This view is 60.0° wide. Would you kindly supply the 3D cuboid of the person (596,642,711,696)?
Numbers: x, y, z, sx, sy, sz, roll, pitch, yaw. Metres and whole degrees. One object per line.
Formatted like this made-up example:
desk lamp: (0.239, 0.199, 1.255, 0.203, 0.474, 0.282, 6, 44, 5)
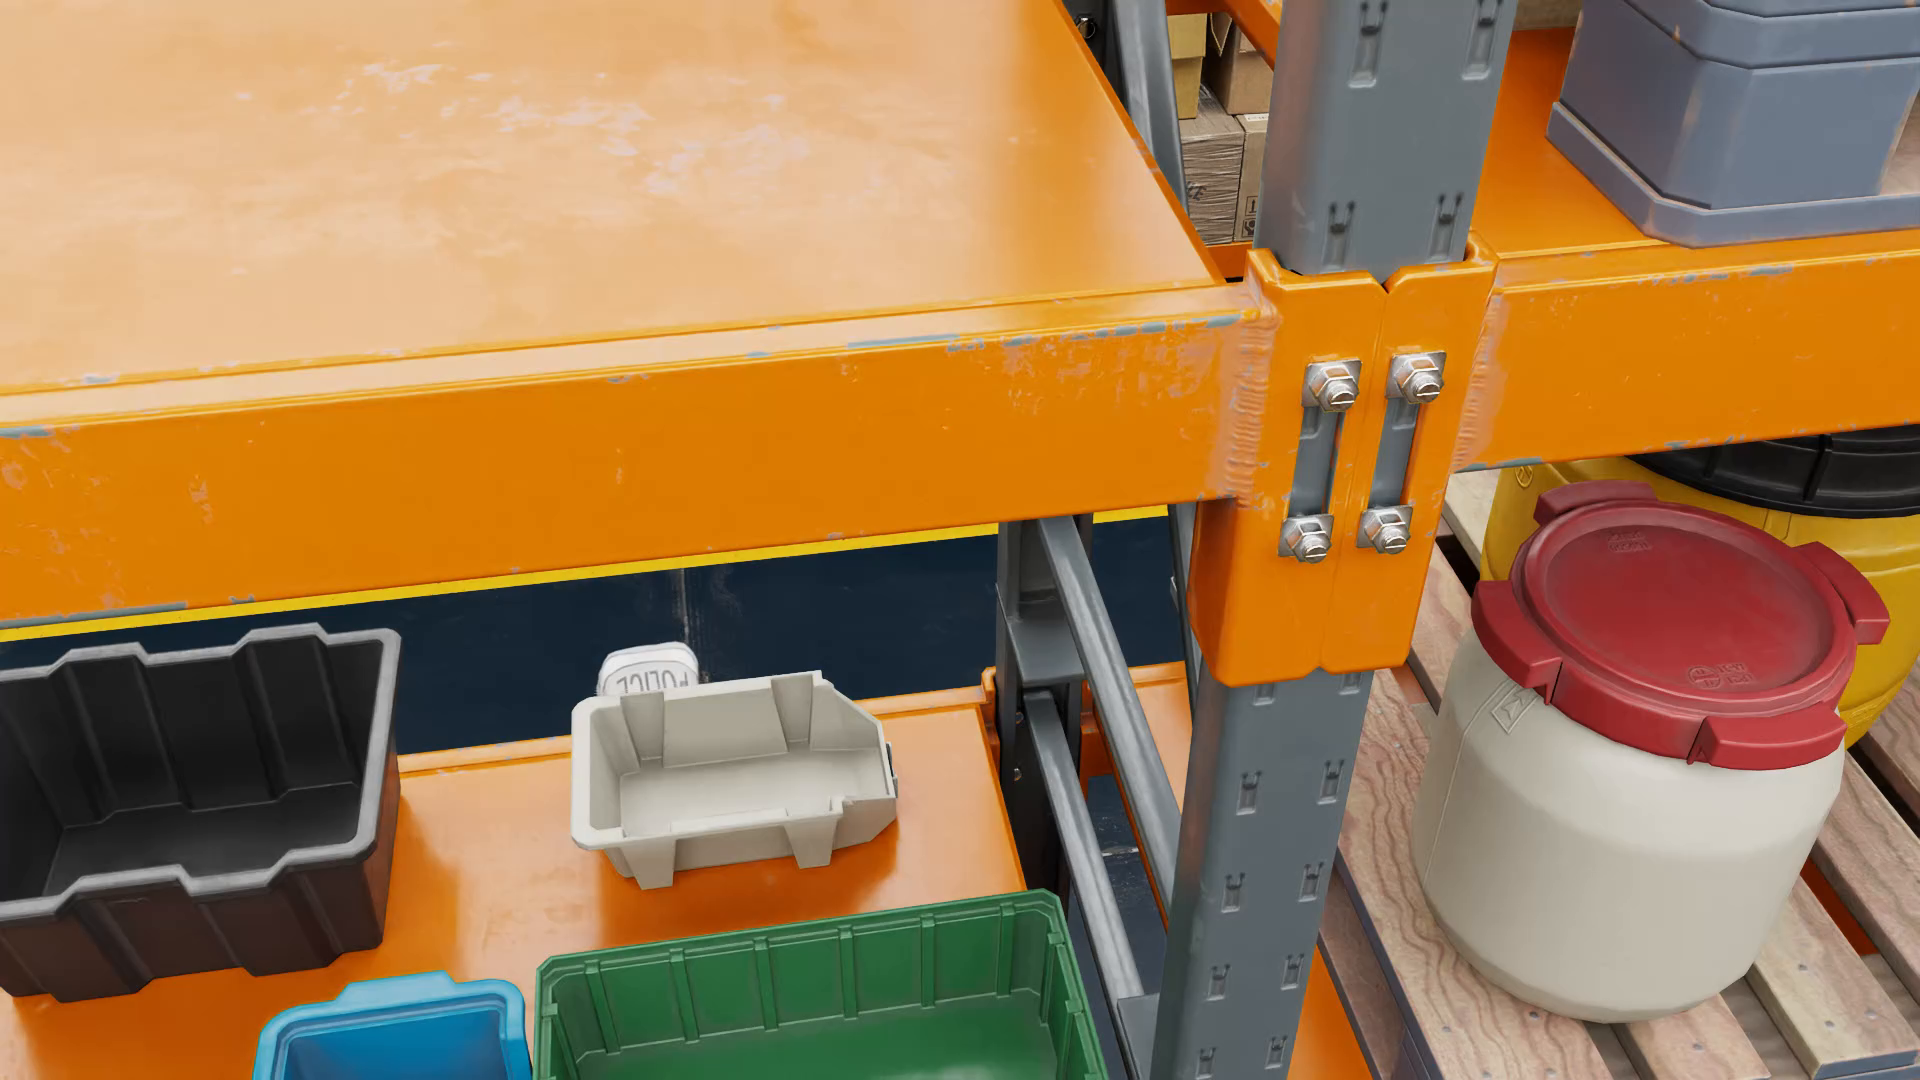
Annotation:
person: (-0.983, 0.865, 5.598, 0.447, 1.018, 0.920, -8, 40, -10)
